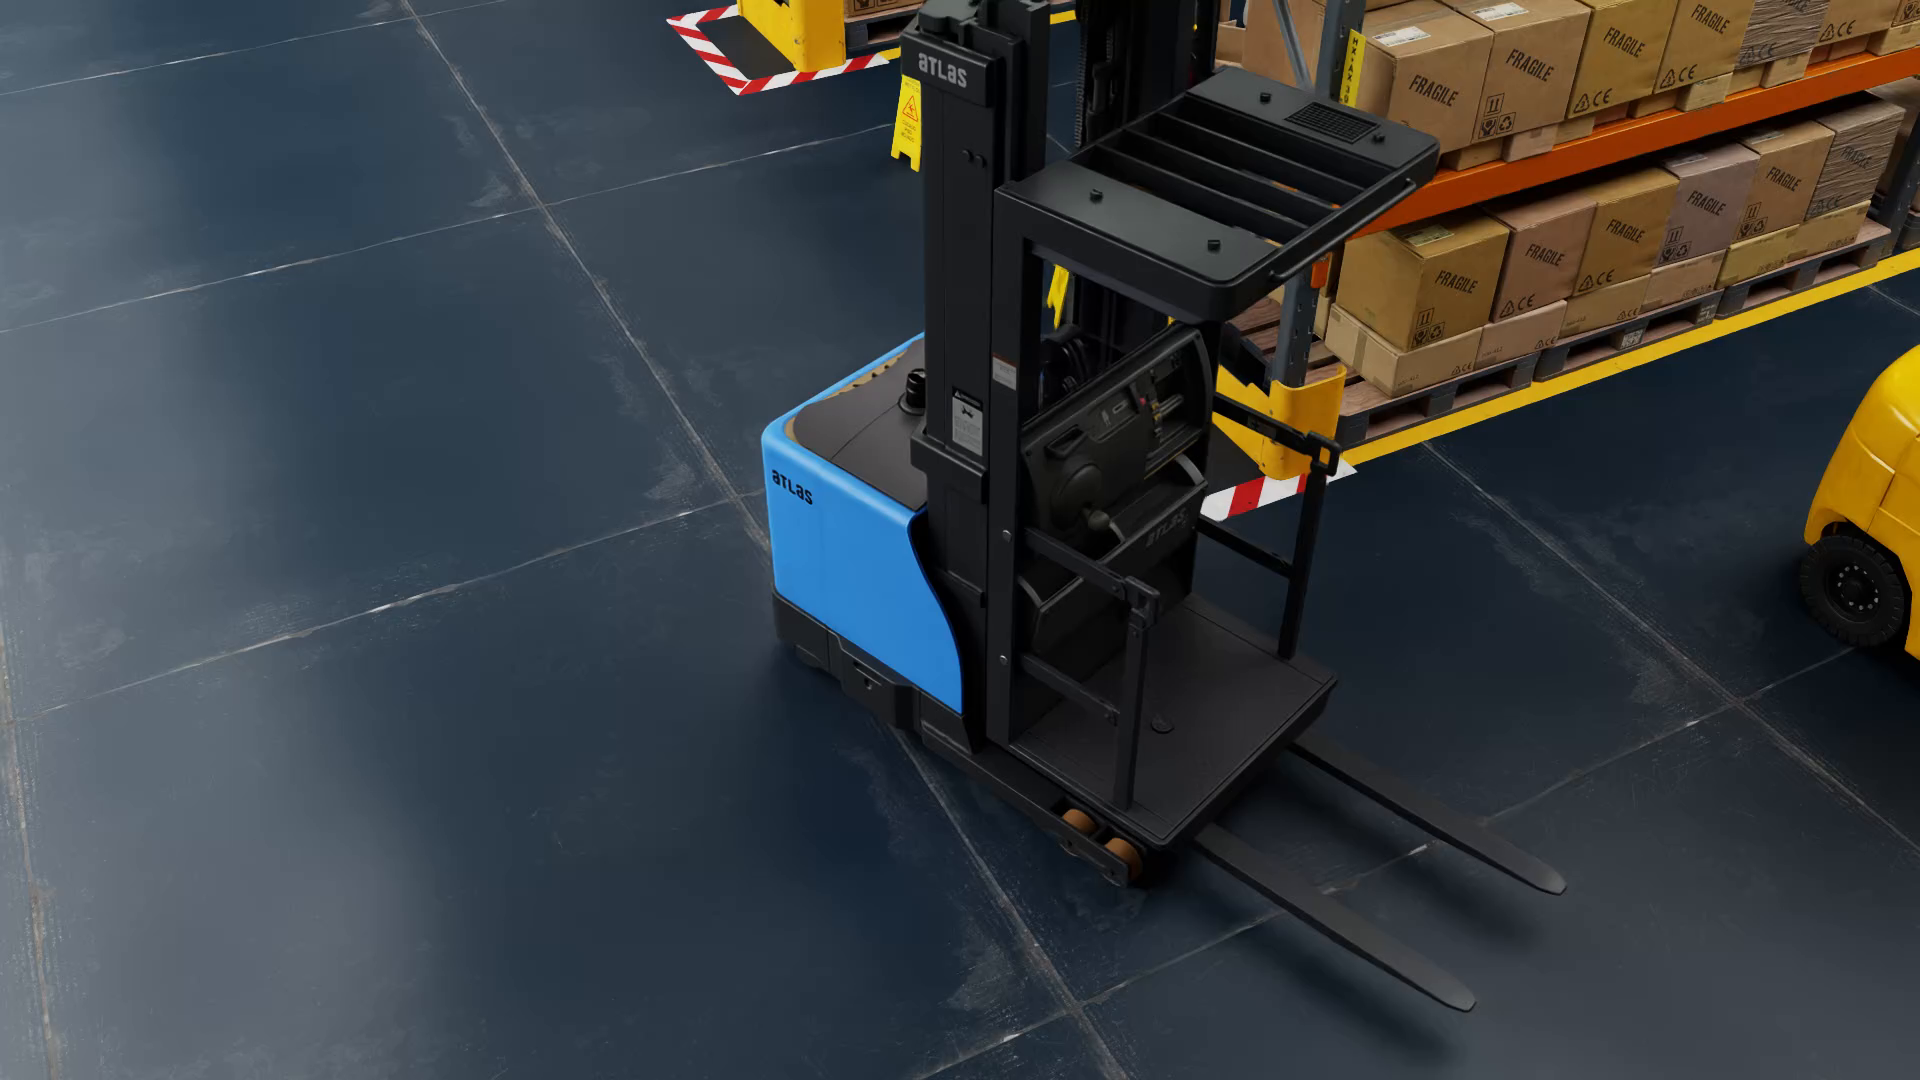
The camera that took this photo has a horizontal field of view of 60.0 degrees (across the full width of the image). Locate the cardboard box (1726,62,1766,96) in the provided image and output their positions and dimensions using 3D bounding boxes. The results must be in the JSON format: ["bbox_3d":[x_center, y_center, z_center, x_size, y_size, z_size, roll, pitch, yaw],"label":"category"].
[{"bbox_3d":[3.510,-2.228,7.755,0.250,0.149,0.380,-19,44,-21],"label":"cardboard box"}]

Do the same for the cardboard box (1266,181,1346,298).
[{"bbox_3d":[1.837,-1.551,7.983,0.500,0.500,0.500,-18,44,-20],"label":"cardboard box"}]

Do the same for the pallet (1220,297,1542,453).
[{"bbox_3d":[2.051,-0.946,8.204,1.213,0.211,1.003,-19,44,-21],"label":"pallet"}]

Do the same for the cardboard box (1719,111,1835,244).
[{"bbox_3d":[3.944,-1.873,8.364,0.500,0.500,0.500,-18,43,-20],"label":"cardboard box"}]

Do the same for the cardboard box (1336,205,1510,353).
[{"bbox_3d":[2.111,-1.252,7.630,0.500,0.500,0.500,-20,44,-22],"label":"cardboard box"}]

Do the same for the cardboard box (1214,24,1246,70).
[{"bbox_3d":[1.635,-2.788,10.154,0.797,0.503,0.637,15,42,17],"label":"cardboard box"}]

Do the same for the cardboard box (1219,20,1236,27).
[{"bbox_3d":[1.745,-3.154,10.770,0.258,0.266,0.396,-12,42,-13],"label":"cardboard box"}]

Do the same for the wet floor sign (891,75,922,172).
[{"bbox_3d":[-0.240,-2.530,9.739,0.232,0.644,0.267,-26,47,-28],"label":"wet floor sign"}]

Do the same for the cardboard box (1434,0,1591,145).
[{"bbox_3d":[2.253,-2.056,7.050,0.500,0.500,0.500,-17,43,-19],"label":"cardboard box"}]

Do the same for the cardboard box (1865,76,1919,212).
[{"bbox_3d":[5.259,-2.275,9.324,0.625,0.372,0.950,-18,43,-20],"label":"cardboard box"}]

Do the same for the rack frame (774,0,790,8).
[{"bbox_3d":[-1.129,-4.572,10.329,0.127,3.000,1.000,-19,44,-21],"label":"rack frame"}]

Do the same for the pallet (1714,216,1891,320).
[{"bbox_3d":[4.215,-1.674,9.064,1.213,0.211,1.003,-19,44,-21],"label":"pallet"}]

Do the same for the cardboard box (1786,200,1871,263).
[{"bbox_3d":[4.394,-1.740,8.787,0.500,0.250,0.500,-17,43,-19],"label":"cardboard box"}]

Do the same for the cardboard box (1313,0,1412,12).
[{"bbox_3d":[1.599,-2.576,6.890,0.500,0.500,0.700,-20,44,-22],"label":"cardboard box"}]

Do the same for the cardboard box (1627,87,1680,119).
[{"bbox_3d":[3.048,-2.089,7.591,0.250,0.149,0.380,-20,44,-22],"label":"cardboard box"}]

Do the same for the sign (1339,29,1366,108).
[{"bbox_3d":[1.498,-1.785,6.367,0.005,0.325,0.100,-19,44,-21],"label":"sign"}]

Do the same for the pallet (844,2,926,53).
[{"bbox_3d":[-0.456,-3.791,11.565,1.213,0.211,1.003,-19,44,-21],"label":"pallet"}]

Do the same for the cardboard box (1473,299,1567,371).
[{"bbox_3d":[2.546,-1.107,8.039,0.500,0.250,0.500,-17,43,-19],"label":"cardboard box"}]

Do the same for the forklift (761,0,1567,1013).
[{"bbox_3d":[0.684,-0.296,5.332,3.031,2.935,1.130,30,49,31],"label":"forklift"}]

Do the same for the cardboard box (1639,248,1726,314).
[{"bbox_3d":[3.474,-1.426,8.416,0.500,0.250,0.500,-18,43,-20],"label":"cardboard box"}]

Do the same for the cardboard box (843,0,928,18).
[{"bbox_3d":[-0.558,-4.161,11.164,0.875,0.875,0.875,-18,44,-20],"label":"cardboard box"}]

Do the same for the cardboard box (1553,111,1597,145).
[{"bbox_3d":[2.594,-1.914,7.384,0.250,0.149,0.380,-17,43,-20],"label":"cardboard box"}]

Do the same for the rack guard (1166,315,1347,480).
[{"bbox_3d":[1.314,-0.834,7.848,0.348,0.500,1.175,-19,44,-21],"label":"rack guard"}]

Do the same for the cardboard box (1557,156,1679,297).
[{"bbox_3d":[3.021,-1.556,7.989,0.500,0.500,0.500,-18,43,-20],"label":"cardboard box"}]

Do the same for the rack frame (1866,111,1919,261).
[{"bbox_3d":[4.795,-2.959,8.424,0.127,3.000,1.000,-19,44,-21],"label":"rack frame"}]

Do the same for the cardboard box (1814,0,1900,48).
[{"bbox_3d":[4.062,-2.678,7.785,0.500,0.500,0.500,-17,43,-19],"label":"cardboard box"}]

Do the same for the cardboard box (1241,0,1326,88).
[{"bbox_3d":[1.601,-2.237,7.263,0.500,0.500,0.500,-19,44,-21],"label":"cardboard box"}]

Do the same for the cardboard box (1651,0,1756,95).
[{"bbox_3d":[3.152,-2.365,7.415,0.500,0.500,0.500,-19,44,-22],"label":"cardboard box"}]

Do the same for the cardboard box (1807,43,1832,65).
[{"bbox_3d":[3.938,-2.415,7.976,0.250,0.149,0.380,-19,44,-21],"label":"cardboard box"}]

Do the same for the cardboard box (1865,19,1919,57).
[{"bbox_3d":[4.432,-2.514,8.093,0.250,0.149,0.380,-18,43,-20],"label":"cardboard box"}]

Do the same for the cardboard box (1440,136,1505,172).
[{"bbox_3d":[2.134,-1.769,7.212,0.250,0.149,0.380,-20,44,-22],"label":"cardboard box"}]
